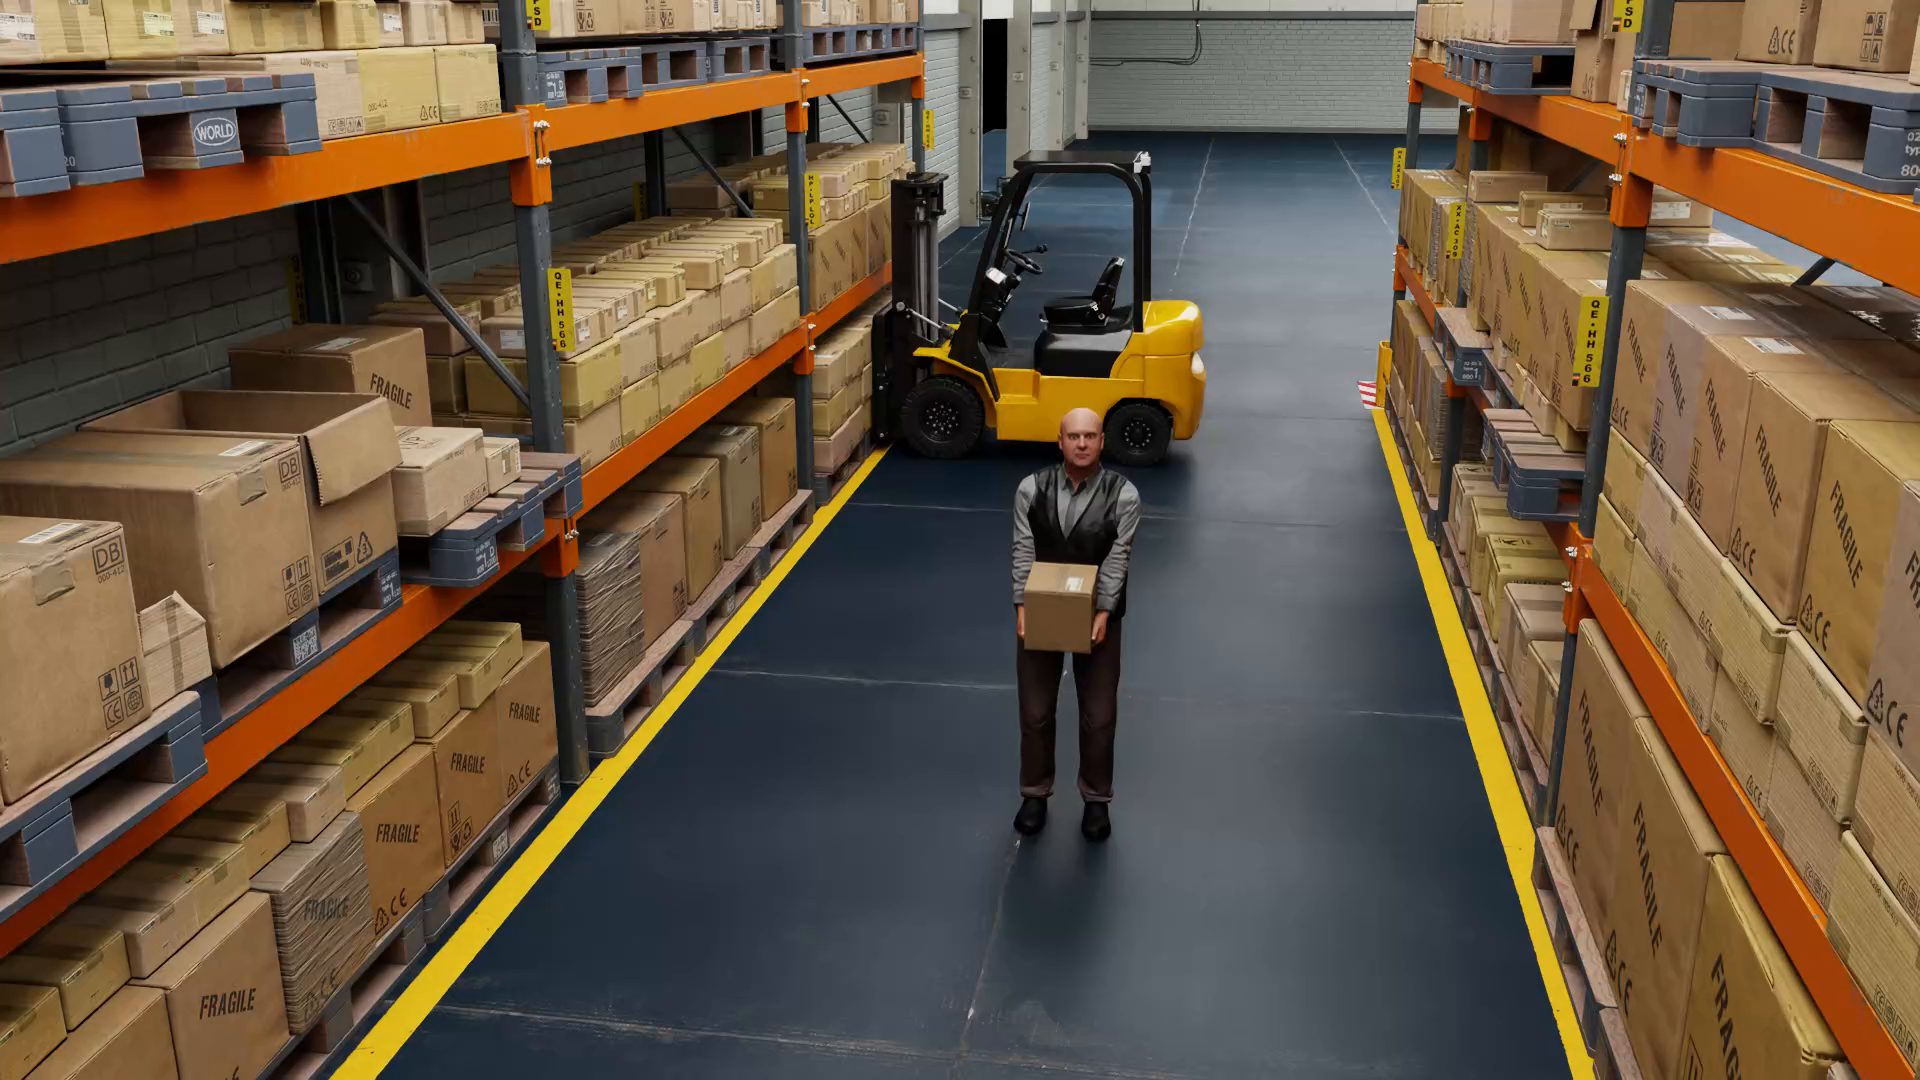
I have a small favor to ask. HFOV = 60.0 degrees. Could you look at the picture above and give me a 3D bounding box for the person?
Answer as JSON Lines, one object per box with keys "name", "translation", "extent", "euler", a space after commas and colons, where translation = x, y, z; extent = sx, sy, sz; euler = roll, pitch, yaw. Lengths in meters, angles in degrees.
{"name": "person", "translation": [0.435, 0.356, 6.497], "extent": [0.494, 1.711, 0.559], "euler": [3, 18, 10]}
